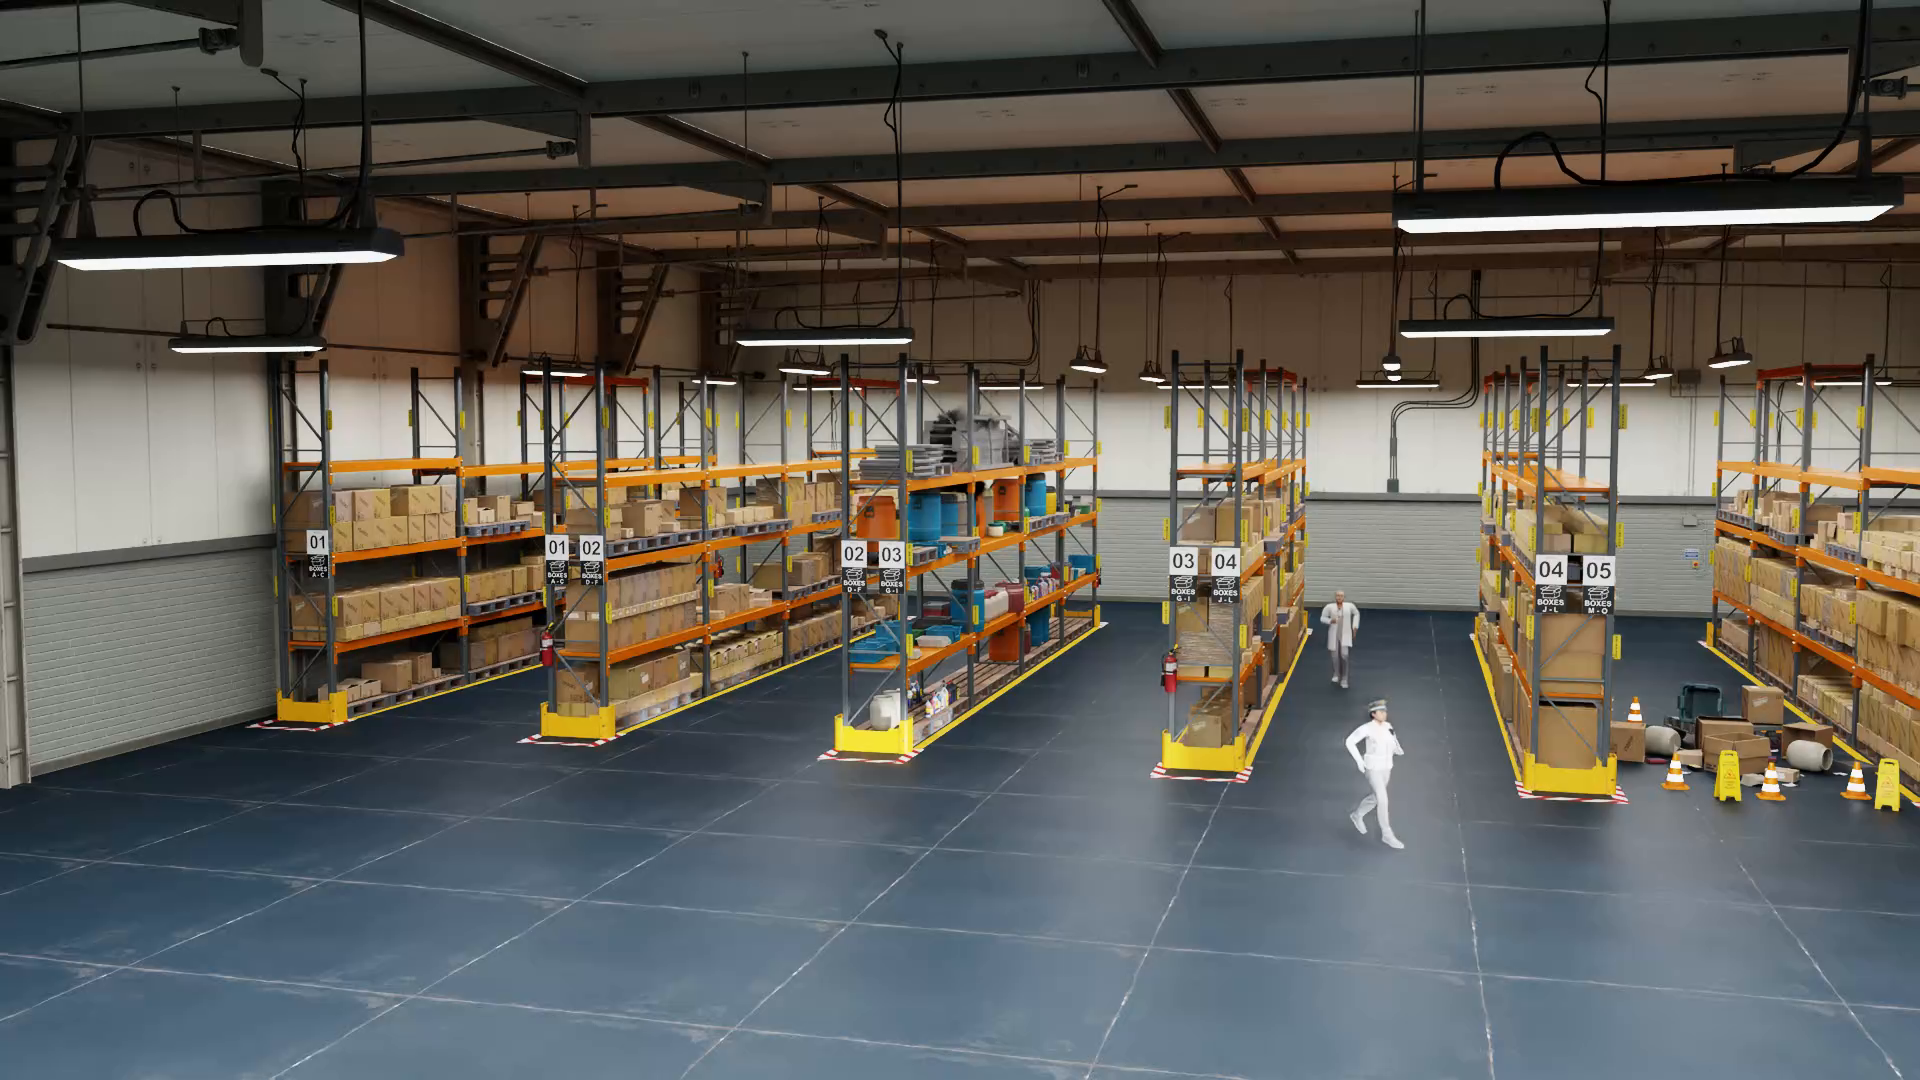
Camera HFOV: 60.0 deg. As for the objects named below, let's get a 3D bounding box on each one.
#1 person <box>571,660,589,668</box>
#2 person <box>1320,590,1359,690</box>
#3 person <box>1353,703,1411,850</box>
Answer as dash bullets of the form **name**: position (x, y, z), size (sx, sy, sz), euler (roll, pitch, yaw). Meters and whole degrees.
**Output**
- **person**: position (-6.858, 1.998, 30.300), size (0.540, 1.716, 0.832), euler (1, 4, 7)
- **person**: position (7.130, 1.855, 31.285), size (0.695, 1.847, 0.907), euler (1, 4, 15)
- **person**: position (4.977, 2.734, 19.592), size (0.636, 1.673, 0.918), euler (-3, 5, -32)
